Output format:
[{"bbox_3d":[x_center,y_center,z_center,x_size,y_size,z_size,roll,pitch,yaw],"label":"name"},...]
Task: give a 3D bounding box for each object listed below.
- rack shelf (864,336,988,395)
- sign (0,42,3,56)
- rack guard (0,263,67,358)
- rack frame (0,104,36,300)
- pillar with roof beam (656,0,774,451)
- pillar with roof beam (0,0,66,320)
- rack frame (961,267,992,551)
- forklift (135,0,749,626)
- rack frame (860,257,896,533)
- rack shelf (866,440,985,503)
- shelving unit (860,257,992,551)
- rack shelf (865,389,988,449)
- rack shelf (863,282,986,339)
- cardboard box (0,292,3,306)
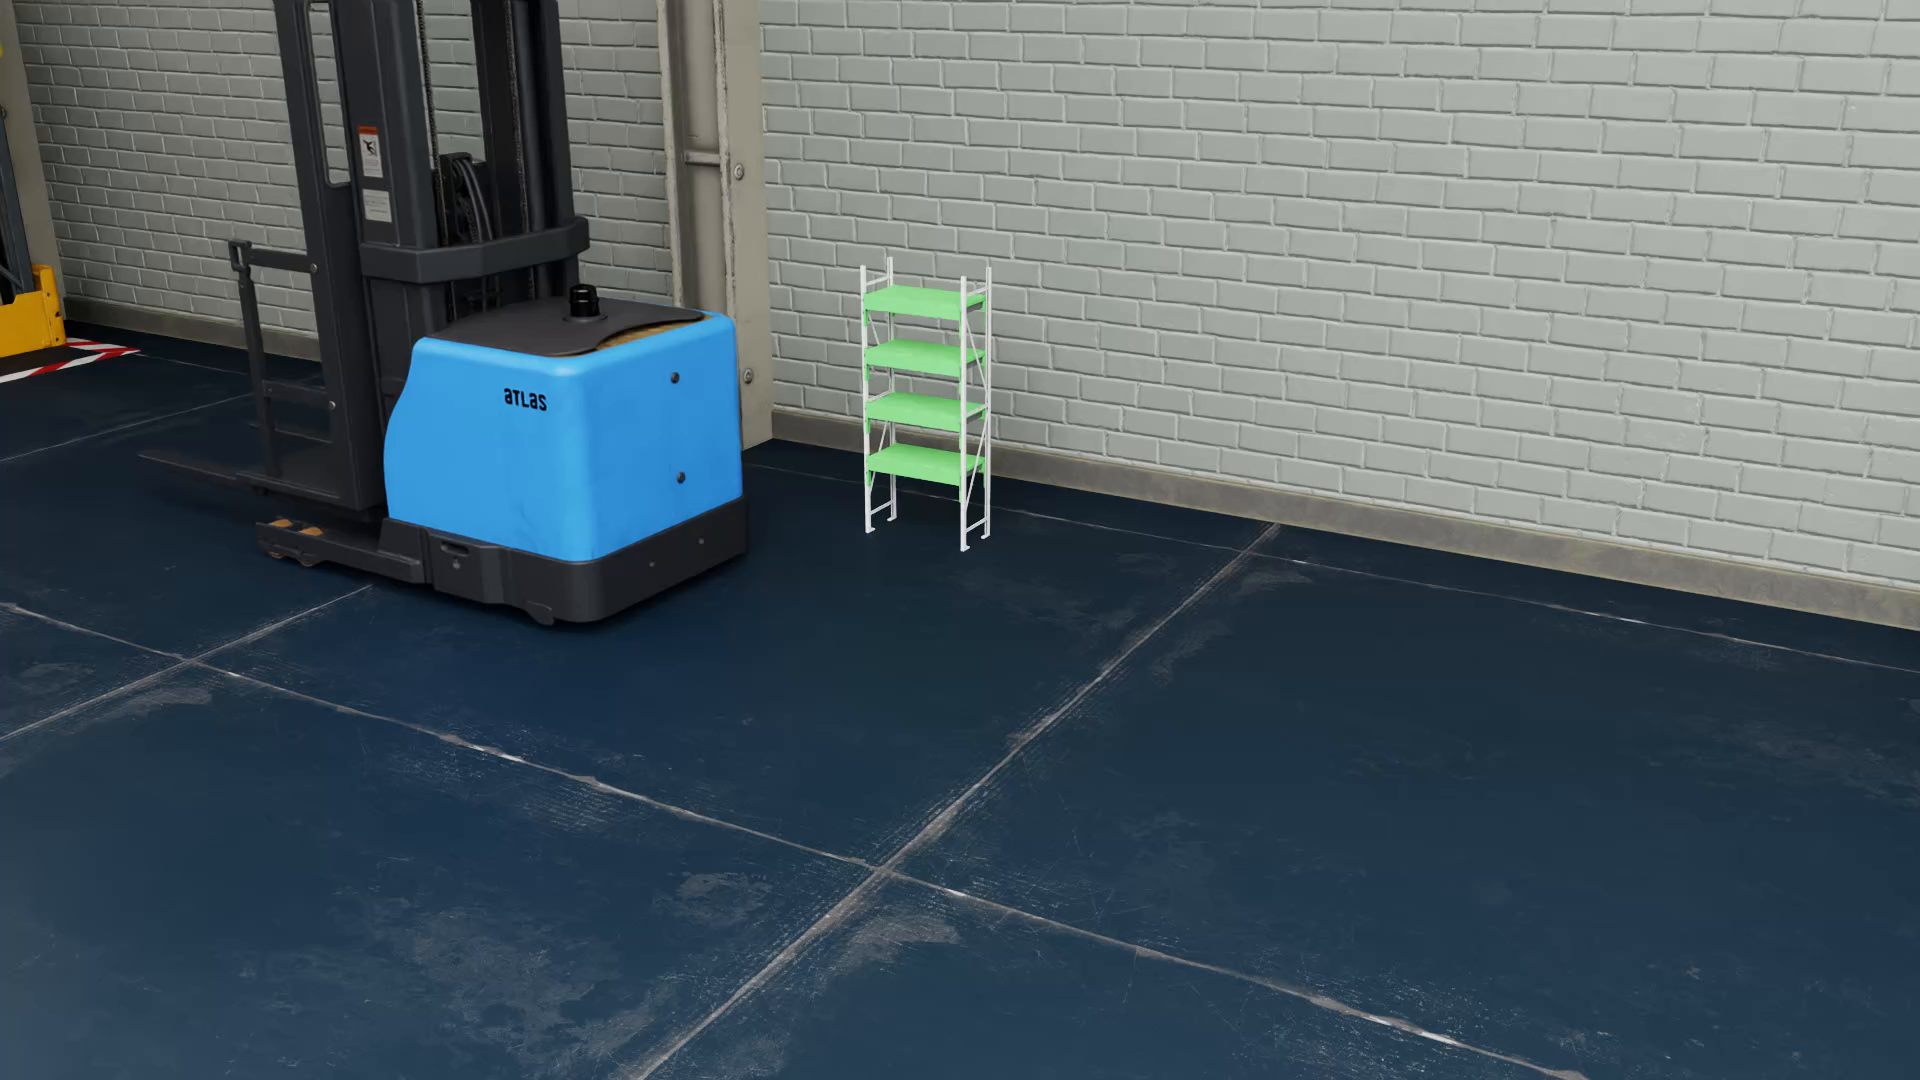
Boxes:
[{"bbox_3d":[-0.145,-0.757,7.176,0.480,0.148,0.258,11,23,27],"label":"rack shelf"},{"bbox_3d":[-6.025,-3.173,10.329,0.005,0.325,0.100,11,23,27],"label":"sign"},{"bbox_3d":[-6.280,-1.386,10.452,0.348,0.500,1.175,11,23,27],"label":"rack guard"},{"bbox_3d":[-6.301,-2.565,10.037,0.127,3.000,1.000,11,23,27],"label":"rack frame"},{"bbox_3d":[-3.331,-3.490,3.789,0.400,9.000,9.100,11,23,27],"label":"pillar with roof beam"},{"bbox_3d":[-8.569,-4.488,6.540,0.400,9.000,9.100,11,23,27],"label":"pillar with roof beam"},{"bbox_3d":[0.068,-0.551,7.124,0.015,1.200,0.240,11,23,27],"label":"rack frame"},{"bbox_3d":[-2.422,-1.405,6.939,3.031,2.935,1.130,12,23,29],"label":"forklift"},{"bbox_3d":[-0.358,-0.632,7.348,0.015,1.200,0.240,11,23,27],"label":"rack frame"},{"bbox_3d":[-0.145,-0.306,7.340,0.480,0.148,0.258,11,23,27],"label":"rack shelf"},{"bbox_3d":[-0.145,-0.592,7.236,0.503,1.200,0.258,11,23,27],"label":"shelving unit"},{"bbox_3d":[-0.145,-0.531,7.258,0.480,0.148,0.258,11,23,27],"label":"rack shelf"},{"bbox_3d":[-0.145,-0.983,7.094,0.480,0.148,0.258,11,23,27],"label":"rack shelf"},{"bbox_3d":[-6.635,-1.610,10.820,0.500,0.250,0.500,11,23,28],"label":"cardboard box"}]
